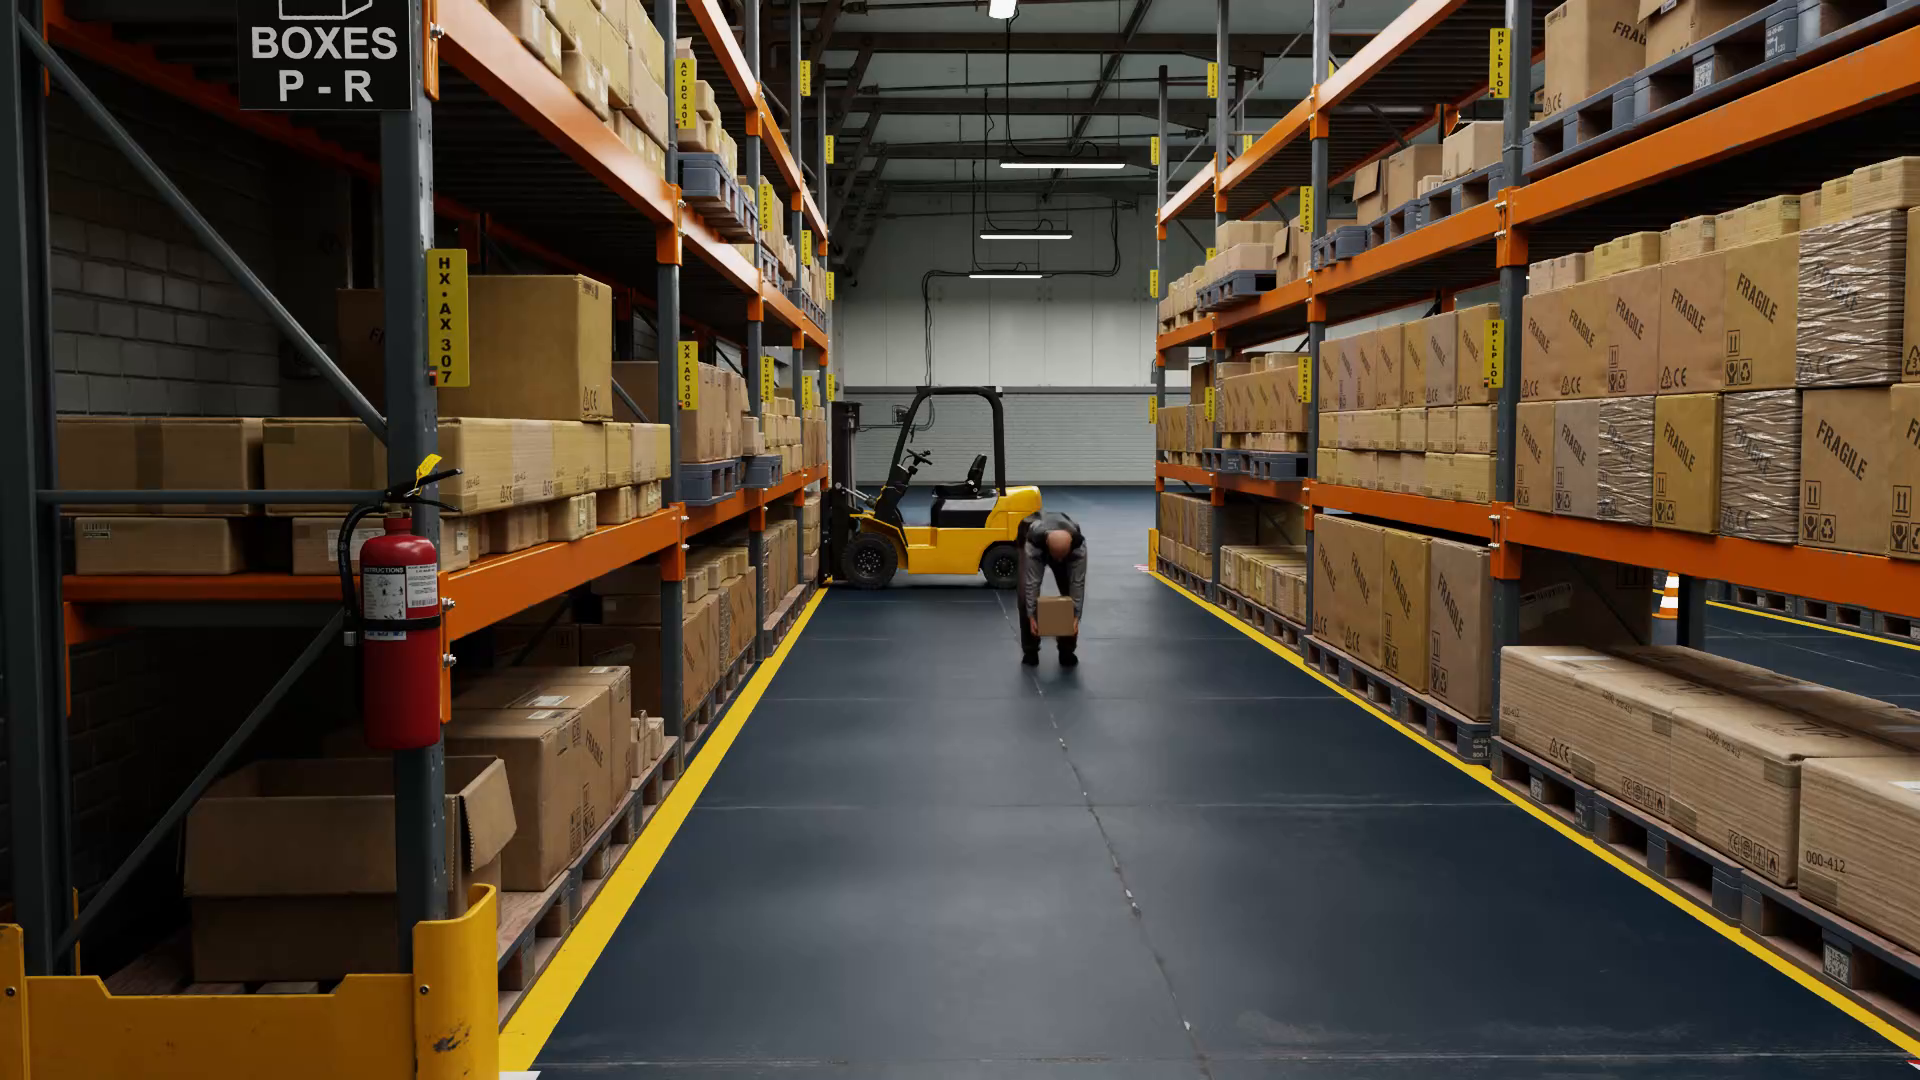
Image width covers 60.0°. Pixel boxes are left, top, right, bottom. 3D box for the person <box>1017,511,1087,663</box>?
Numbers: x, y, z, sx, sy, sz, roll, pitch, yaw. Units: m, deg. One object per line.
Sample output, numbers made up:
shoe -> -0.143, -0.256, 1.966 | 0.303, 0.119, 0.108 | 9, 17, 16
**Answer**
person -> 0.660, 0.350, 11.823 | 0.475, 1.100, 0.961 | 0, 4, -4
